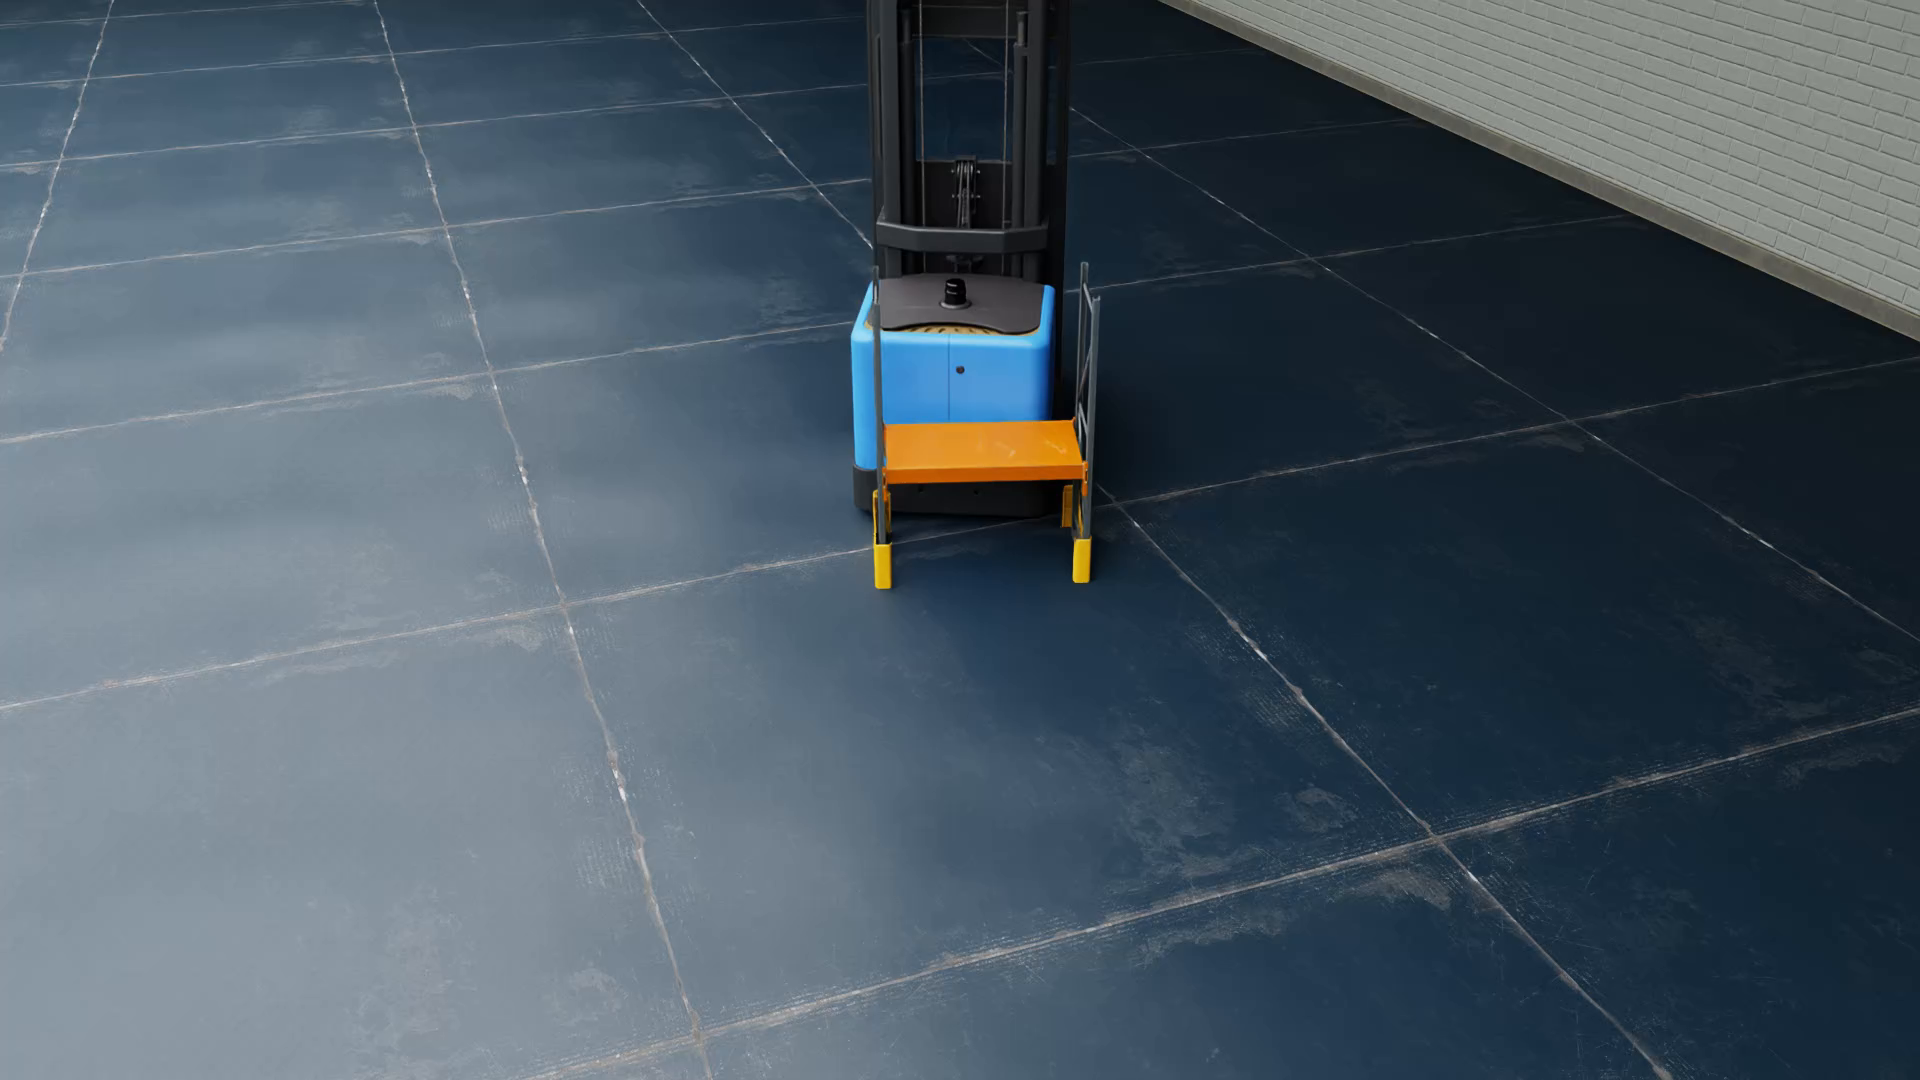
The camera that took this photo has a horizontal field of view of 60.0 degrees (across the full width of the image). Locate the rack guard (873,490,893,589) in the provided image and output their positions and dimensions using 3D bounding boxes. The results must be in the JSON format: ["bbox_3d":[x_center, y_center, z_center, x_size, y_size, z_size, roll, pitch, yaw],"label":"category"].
[{"bbox_3d":[-0.395,-0.008,8.512,0.087,0.250,0.587,-2,30,-3],"label":"rack guard"}]

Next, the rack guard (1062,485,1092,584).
[{"bbox_3d":[0.599,-0.035,8.559,0.087,0.250,0.587,-2,30,-3],"label":"rack guard"}]

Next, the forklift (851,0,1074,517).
[{"bbox_3d":[0.072,-2.097,9.469,1.130,2.935,3.031,2,30,4],"label":"forklift"}]

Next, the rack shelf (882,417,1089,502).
[{"bbox_3d":[0.111,-0.409,8.315,1.000,0.185,0.538,-2,30,-3],"label":"rack shelf"}]

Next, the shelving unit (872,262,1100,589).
[{"bbox_3d":[0.102,-0.565,8.226,1.083,1.500,0.587,-2,30,-3],"label":"shelving unit"}]

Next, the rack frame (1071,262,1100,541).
[{"bbox_3d":[0.618,-0.579,8.251,0.032,1.500,0.500,-2,30,-3],"label":"rack frame"}]

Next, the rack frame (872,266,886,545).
[{"bbox_3d":[-0.397,-0.551,8.202,0.032,1.500,0.500,-2,30,-3],"label":"rack frame"}]
